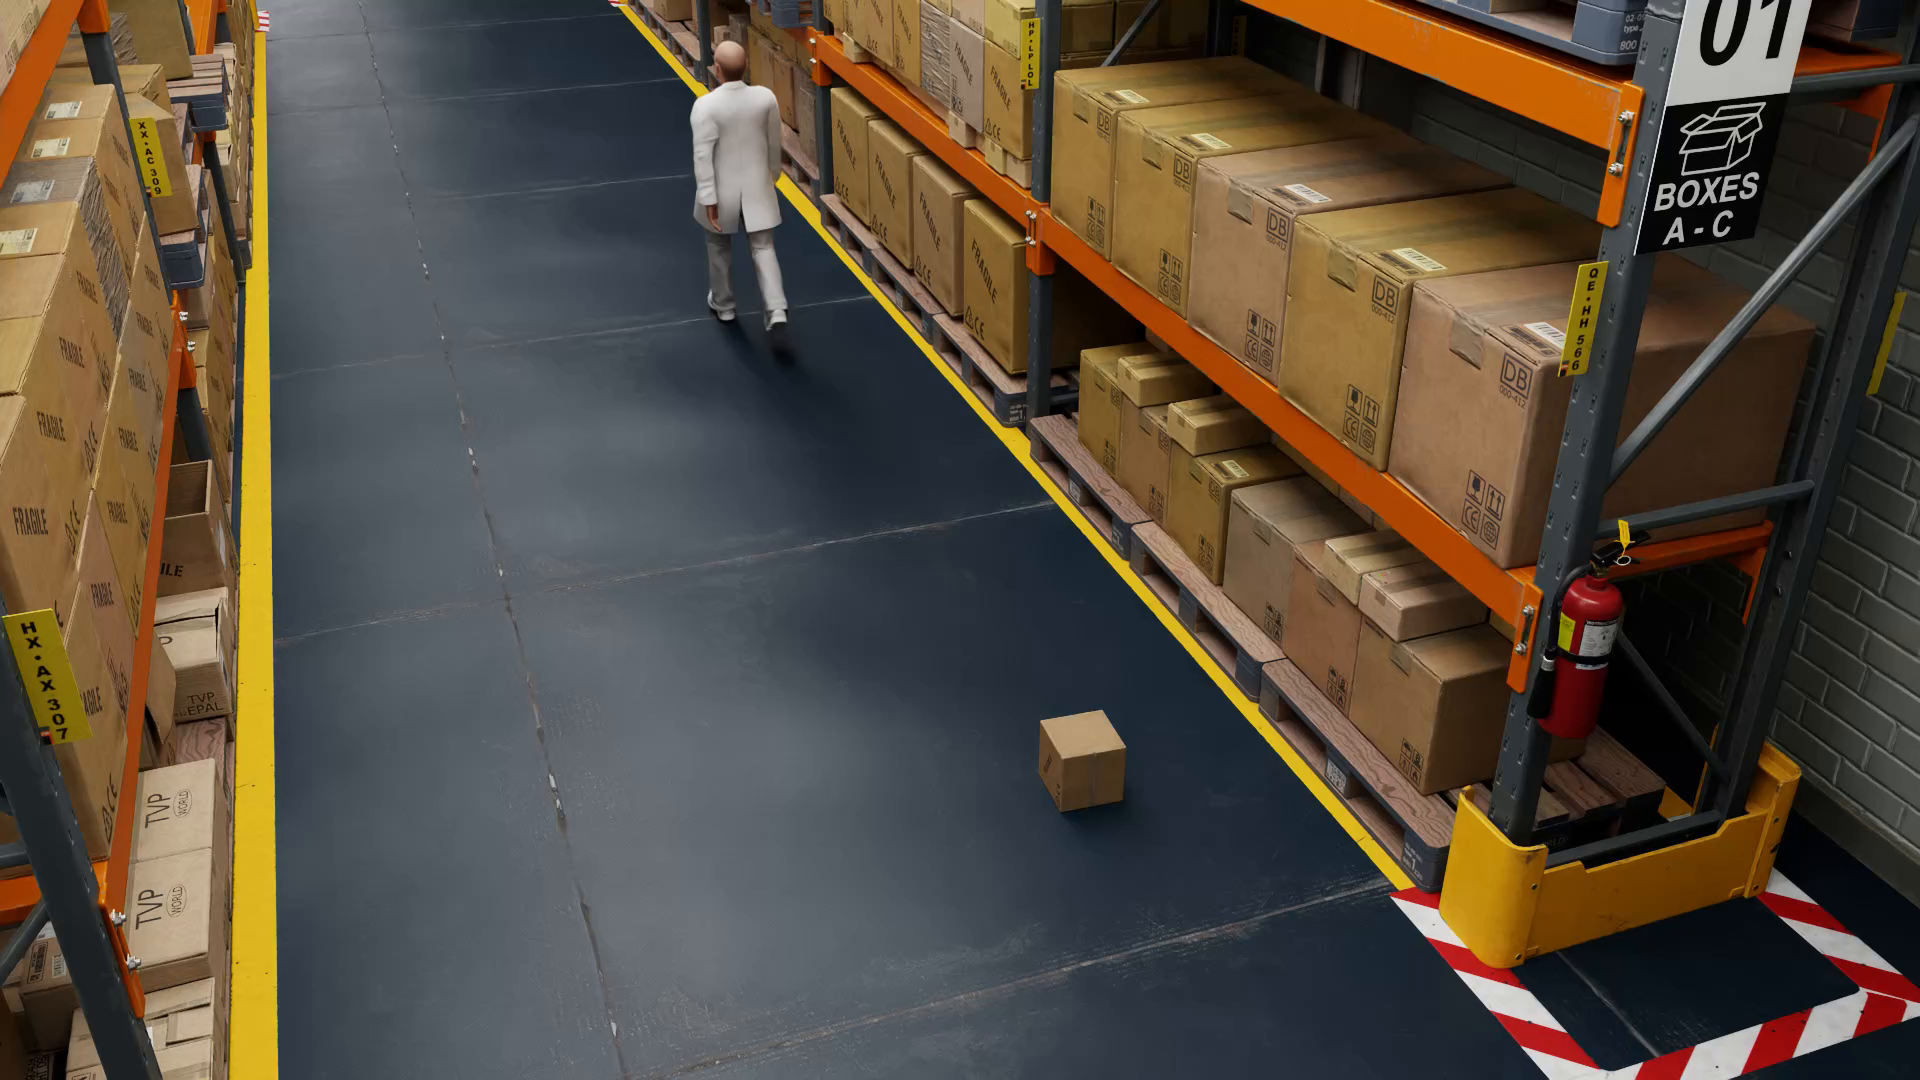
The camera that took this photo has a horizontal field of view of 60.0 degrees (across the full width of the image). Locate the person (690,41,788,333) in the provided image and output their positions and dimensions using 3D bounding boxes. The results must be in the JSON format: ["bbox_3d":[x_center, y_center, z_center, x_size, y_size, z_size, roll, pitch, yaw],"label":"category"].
[{"bbox_3d":[-1.295,-2.062,9.791,0.555,1.741,1.035,-10,31,-17],"label":"person"}]
